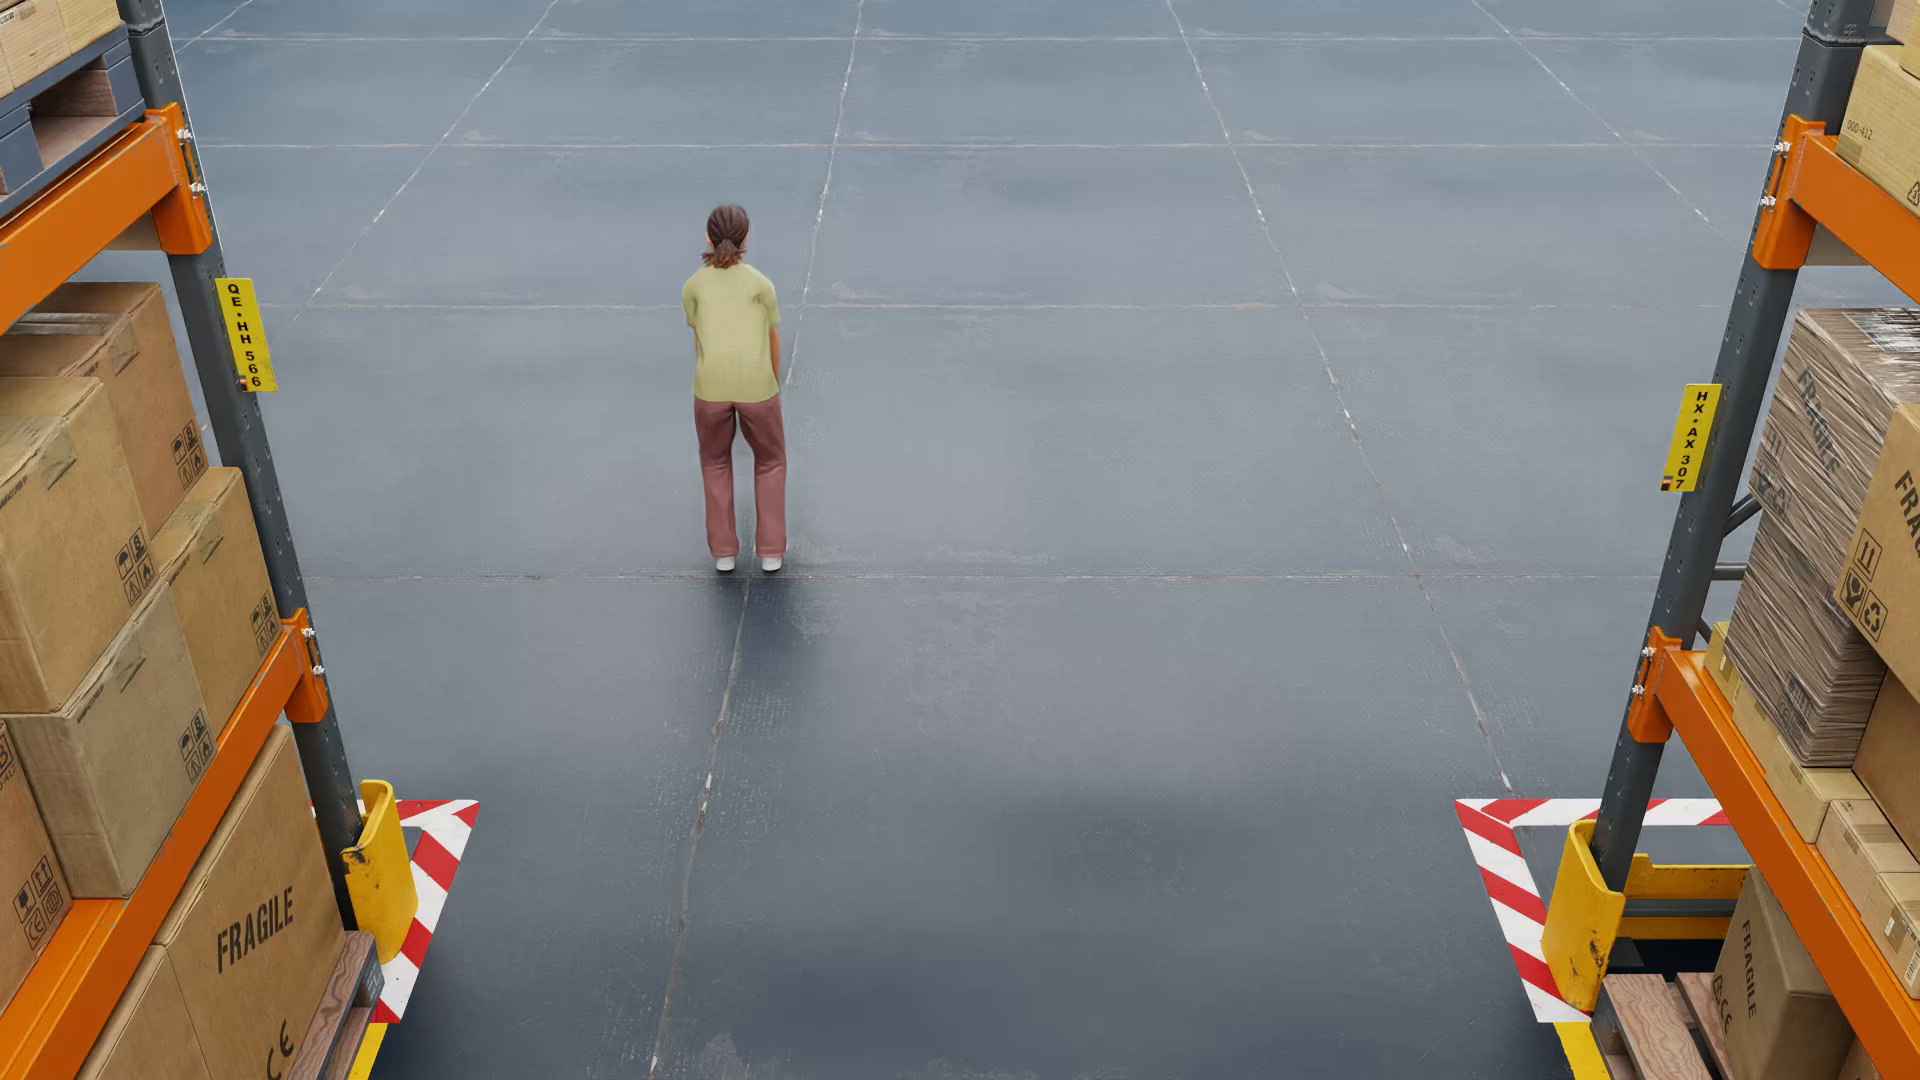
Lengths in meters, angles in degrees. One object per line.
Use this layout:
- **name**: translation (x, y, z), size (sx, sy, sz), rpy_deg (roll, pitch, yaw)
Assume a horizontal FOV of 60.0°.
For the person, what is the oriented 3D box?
- **person**: translation (-0.974, -0.658, 7.260), size (0.404, 1.623, 0.539), rpy_deg (-1, 32, -1)
